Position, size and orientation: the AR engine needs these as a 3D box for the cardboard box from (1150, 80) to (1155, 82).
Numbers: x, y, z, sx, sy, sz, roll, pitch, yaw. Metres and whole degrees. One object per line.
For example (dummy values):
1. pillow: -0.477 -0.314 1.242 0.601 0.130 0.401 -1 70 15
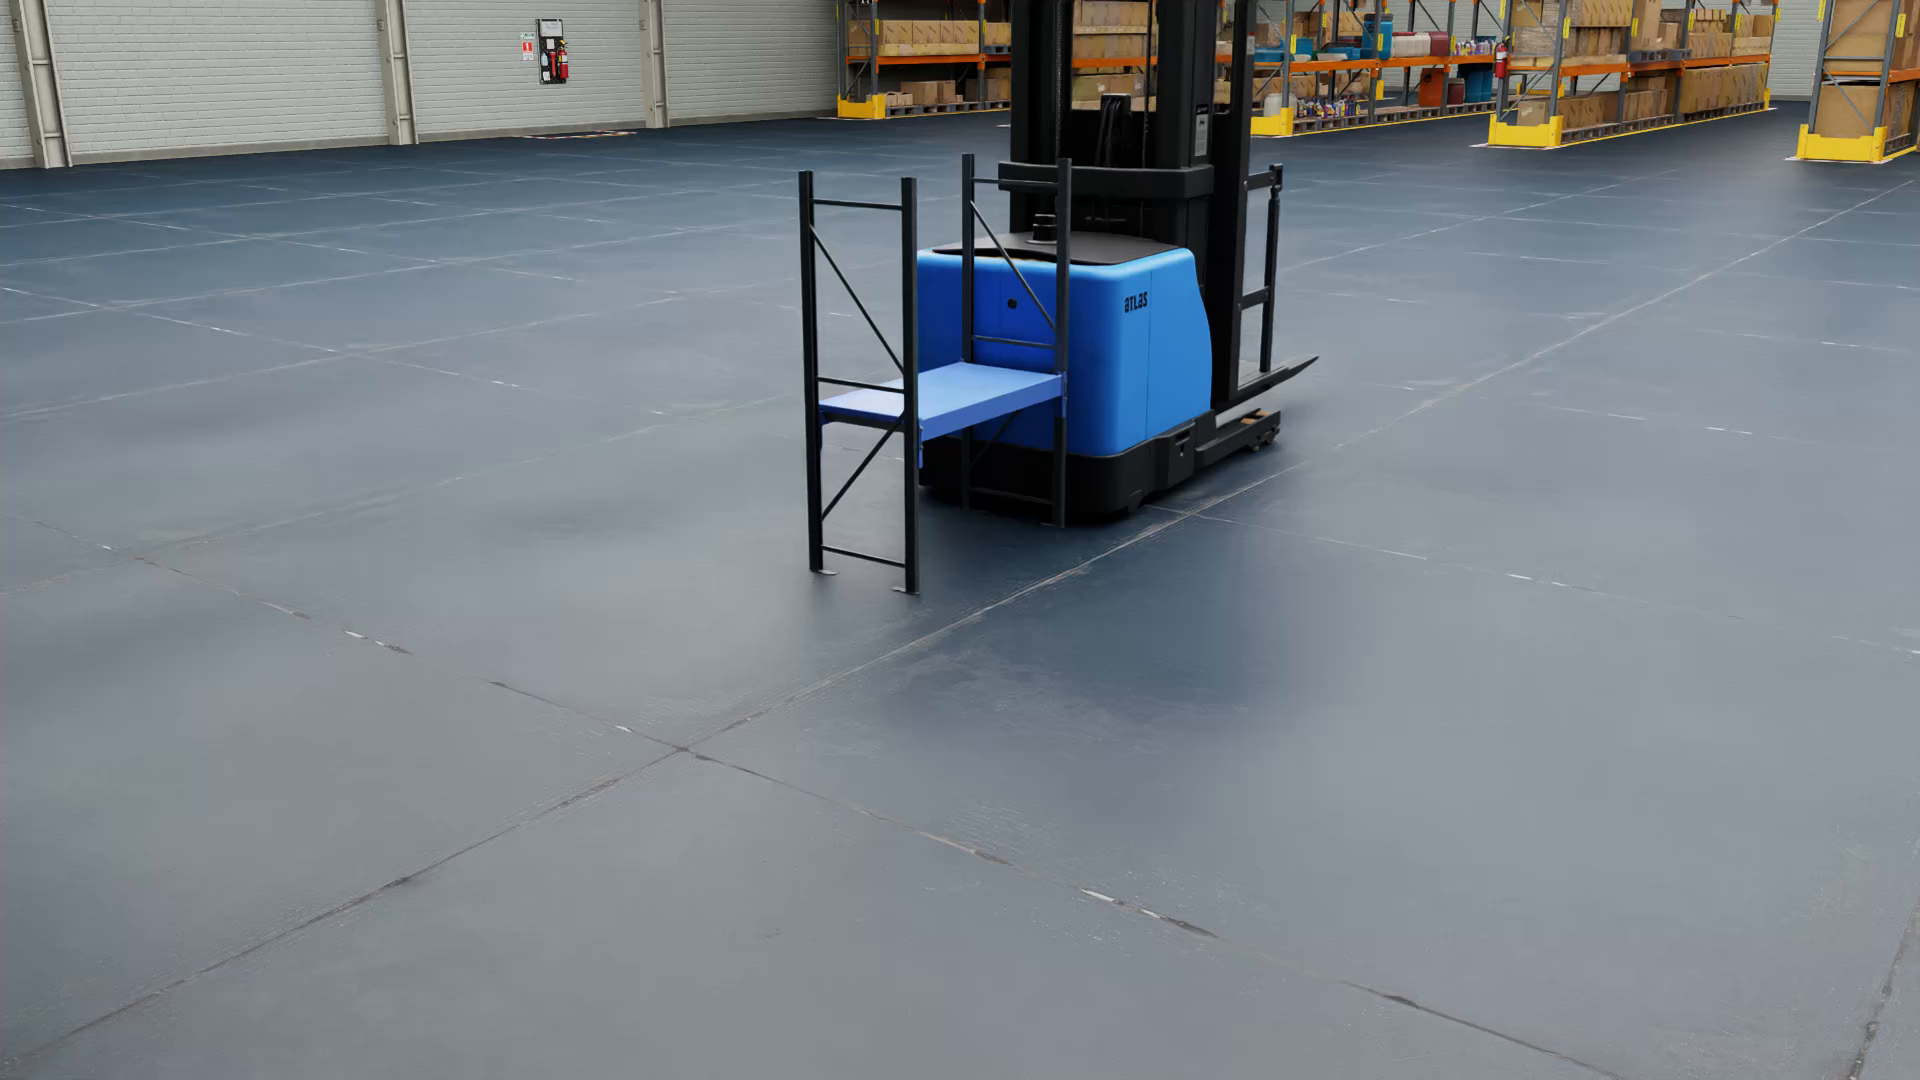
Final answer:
1. cardboard box: 4.430 -10.365 38.047 0.500 0.311 0.500 13 22 36

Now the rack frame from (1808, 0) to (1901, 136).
1. rack frame: 13.608 -7.333 25.301 1.000 3.000 0.127 12 21 35

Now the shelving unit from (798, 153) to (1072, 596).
1. shelving unit: -0.070 -0.680 6.404 0.538 1.500 1.048 12 21 33

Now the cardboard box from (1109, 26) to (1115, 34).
1. cardboard box: 3.054 -10.764 35.086 0.380 0.149 0.250 13 21 35

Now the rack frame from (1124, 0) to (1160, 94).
1. rack frame: 4.114 -10.938 36.908 1.000 3.000 0.127 12 21 35

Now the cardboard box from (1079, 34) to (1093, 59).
1. cardboard box: 2.328 -10.268 34.582 0.700 0.500 0.500 13 22 36

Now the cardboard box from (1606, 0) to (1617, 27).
1. cardboard box: 11.425 -9.460 29.792 0.500 0.500 0.500 12 21 35

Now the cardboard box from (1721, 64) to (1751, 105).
1. cardboard box: 17.828 -10.635 38.808 0.875 0.875 0.875 12 21 35

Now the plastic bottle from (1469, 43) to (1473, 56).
1. plastic bottle: 11.716 -11.272 38.180 0.061 0.283 0.133 12 21 35

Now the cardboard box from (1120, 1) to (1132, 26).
1. cardboard box: 3.256 -11.259 35.585 0.700 0.500 0.500 12 21 35

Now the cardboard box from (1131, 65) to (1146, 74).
1. cardboard box: 4.617 -12.714 45.544 0.750 0.750 0.750 13 21 35

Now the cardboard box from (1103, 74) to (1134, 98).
1. cardboard box: 3.411 -9.798 35.900 0.500 0.500 0.500 12 21 35

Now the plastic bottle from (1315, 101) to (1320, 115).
1. plastic bottle: 7.286 -8.794 33.863 0.097 0.271 0.097 0 17 0

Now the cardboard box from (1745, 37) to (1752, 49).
1. cardboard box: 17.929 -11.470 38.373 0.500 0.250 0.500 13 22 36

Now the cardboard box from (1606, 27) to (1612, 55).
1. cardboard box: 11.424 -9.167 30.536 0.875 0.500 0.500 12 21 35

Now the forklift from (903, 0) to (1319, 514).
1. forklift: 0.945 -1.893 7.899 1.130 2.935 3.031 10 20 30

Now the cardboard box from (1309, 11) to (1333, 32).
1. cardboard box: 9.388 -13.431 43.082 0.500 0.500 0.500 13 22 36

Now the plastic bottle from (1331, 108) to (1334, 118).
1. plastic bottle: 7.360 -8.489 32.998 0.097 0.201 0.097 0 17 0

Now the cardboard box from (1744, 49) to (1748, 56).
1. cardboard box: 17.898 -11.233 38.282 0.380 0.149 0.250 12 21 34

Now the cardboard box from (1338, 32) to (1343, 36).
1. cardboard box: 9.706 -13.087 43.660 0.500 0.500 0.500 13 21 36

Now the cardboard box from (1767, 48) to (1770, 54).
1. cardboard box: 19.270 -11.782 40.049 0.380 0.149 0.250 13 21 36

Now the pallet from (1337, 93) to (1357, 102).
1. pallet: 10.017 -11.967 44.924 1.003 0.211 1.213 12 21 35

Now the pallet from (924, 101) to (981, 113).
1. pallet: -0.238 -10.315 39.603 1.003 0.211 1.213 12 21 35

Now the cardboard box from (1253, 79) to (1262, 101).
1. cardboard box: 6.998 -10.965 40.468 0.500 0.500 0.500 14 22 37

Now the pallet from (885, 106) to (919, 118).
1. pallet: -1.692 -9.733 37.731 1.003 0.211 1.213 12 21 35

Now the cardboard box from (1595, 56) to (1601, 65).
1. cardboard box: 11.270 -8.609 29.831 0.380 0.149 0.250 12 21 35

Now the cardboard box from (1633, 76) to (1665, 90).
1. cardboard box: 14.076 -9.349 34.000 0.500 0.250 0.500 13 22 37

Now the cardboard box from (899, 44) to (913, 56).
1. cardboard box: -1.406 -10.984 37.276 0.500 0.250 0.500 12 21 33

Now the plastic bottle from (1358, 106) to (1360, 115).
1. plastic bottle: 8.124 -8.794 33.981 0.097 0.201 0.097 0 17 0

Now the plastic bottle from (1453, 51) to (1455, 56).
1. plastic bottle: 11.082 -11.022 37.395 0.097 0.271 0.097 0 17 0

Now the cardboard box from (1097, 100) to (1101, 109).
1. cardboard box: 2.822 -9.200 35.239 0.500 0.250 0.500 12 21 35

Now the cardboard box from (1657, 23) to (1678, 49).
1. cardboard box: 13.909 -10.101 33.337 0.500 0.500 0.700 -16 24 -42

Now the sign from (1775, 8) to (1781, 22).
1. sign: 19.645 -12.612 39.946 0.100 0.325 0.005 12 21 35

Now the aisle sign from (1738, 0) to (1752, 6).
1. aisle sign: 19.020 -13.356 40.313 0.394 0.787 0.004 12 21 35

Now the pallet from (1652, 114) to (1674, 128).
1. pallet: 13.984 -8.622 34.151 1.003 0.211 1.213 12 21 35

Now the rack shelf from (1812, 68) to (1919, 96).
1. rack shelf: 14.799 -7.466 26.941 1.077 0.370 4.000 12 21 35

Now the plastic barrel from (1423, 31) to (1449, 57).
1. plastic barrel: 10.440 -10.915 36.606 0.600 0.536 0.708 12 21 35

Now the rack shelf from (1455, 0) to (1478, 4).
1. rack shelf: 11.665 -12.580 38.351 1.077 0.370 4.000 12 21 35

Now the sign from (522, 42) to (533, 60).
1. sign: -8.018 -9.072 30.839 0.001 0.329 0.234 12 21 35

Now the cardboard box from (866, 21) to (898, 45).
1. cardboard box: -1.724 -11.216 36.760 0.500 0.500 0.500 12 21 35

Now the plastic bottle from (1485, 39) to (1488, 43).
1. plastic bottle: 12.456 -11.692 39.421 0.144 0.351 0.185 12 21 35

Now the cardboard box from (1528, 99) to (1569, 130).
1. cardboard box: 10.399 -7.535 29.456 0.500 0.500 0.500 -13 22 -36

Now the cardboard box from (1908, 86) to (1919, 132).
1. cardboard box: 16.289 -7.576 29.167 1.050 0.750 0.750 12 21 34

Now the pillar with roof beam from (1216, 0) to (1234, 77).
1. pillar with roof beam: 11.655 -17.571 48.152 9.100 9.000 0.400 12 21 35

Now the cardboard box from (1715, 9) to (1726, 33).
1. cardboard box: 16.461 -11.465 36.746 0.797 0.503 0.637 12 21 33

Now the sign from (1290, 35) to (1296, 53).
1. sign: 6.146 -9.143 30.662 0.100 0.325 0.005 12 21 35

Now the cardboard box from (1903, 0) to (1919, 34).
1. cardboard box: 14.556 -8.259 26.207 0.875 0.550 0.550 12 21 35

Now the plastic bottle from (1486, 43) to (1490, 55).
1. plastic bottle: 12.363 -11.550 39.088 0.152 0.276 0.135 12 21 35

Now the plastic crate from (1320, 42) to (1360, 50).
1. plastic crate: 7.676 -9.930 33.767 0.767 0.338 0.504 12 21 35

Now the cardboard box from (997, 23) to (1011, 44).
1. cardboard box: 0.803 -12.317 40.440 0.700 0.500 0.500 15 23 40

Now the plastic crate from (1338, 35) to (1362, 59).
1. plastic crate: 8.133 -10.262 34.623 0.402 0.464 0.583 12 21 35

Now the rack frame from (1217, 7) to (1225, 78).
1. rack frame: 7.284 -14.671 48.928 1.000 3.000 0.127 12 21 35

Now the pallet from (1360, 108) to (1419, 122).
1. pallet: 9.253 -9.216 36.064 1.003 0.211 1.213 12 21 35
